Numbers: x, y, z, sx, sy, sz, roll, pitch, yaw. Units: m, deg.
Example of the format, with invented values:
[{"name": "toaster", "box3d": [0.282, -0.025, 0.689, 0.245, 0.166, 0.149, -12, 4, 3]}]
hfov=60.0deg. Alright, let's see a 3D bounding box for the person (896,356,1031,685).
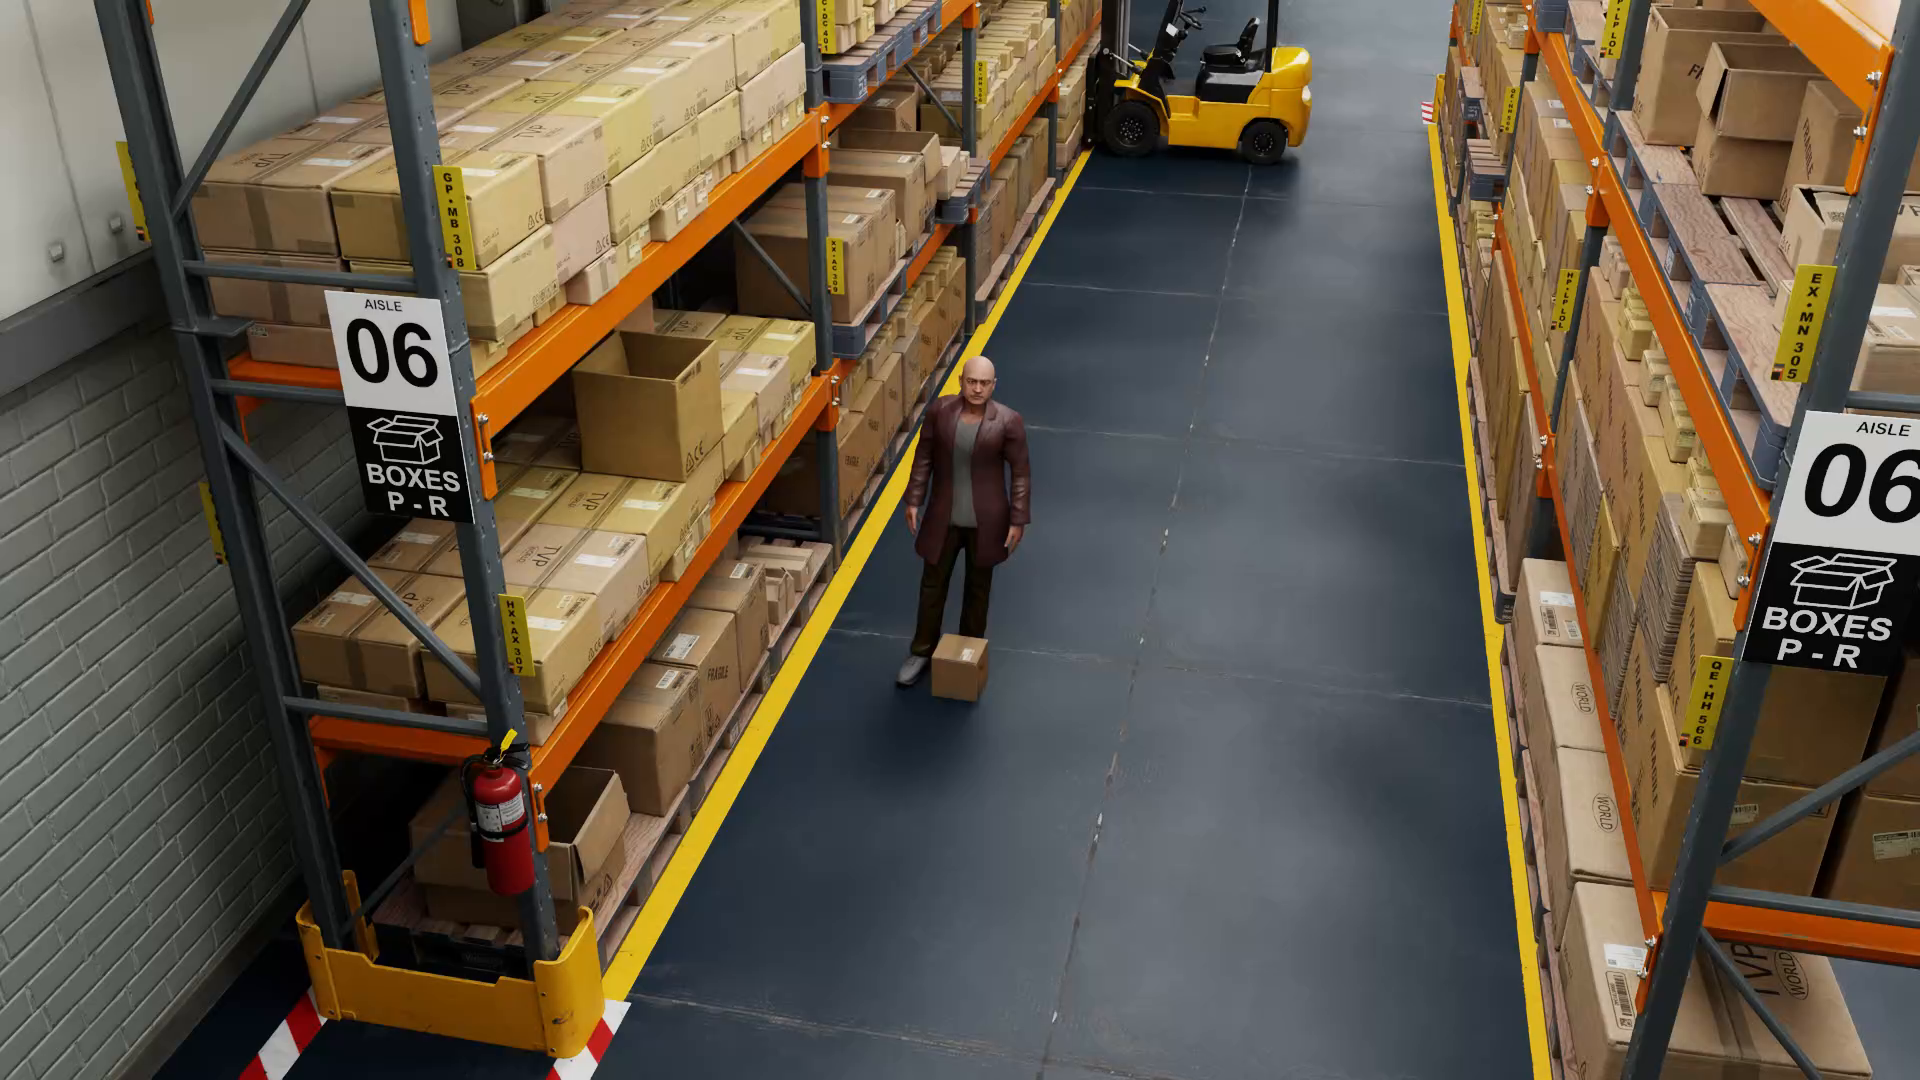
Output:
[{"name": "person", "box3d": [0.018, -0.081, 8.771, 0.694, 1.775, 0.582, 6, 29, 11]}]
